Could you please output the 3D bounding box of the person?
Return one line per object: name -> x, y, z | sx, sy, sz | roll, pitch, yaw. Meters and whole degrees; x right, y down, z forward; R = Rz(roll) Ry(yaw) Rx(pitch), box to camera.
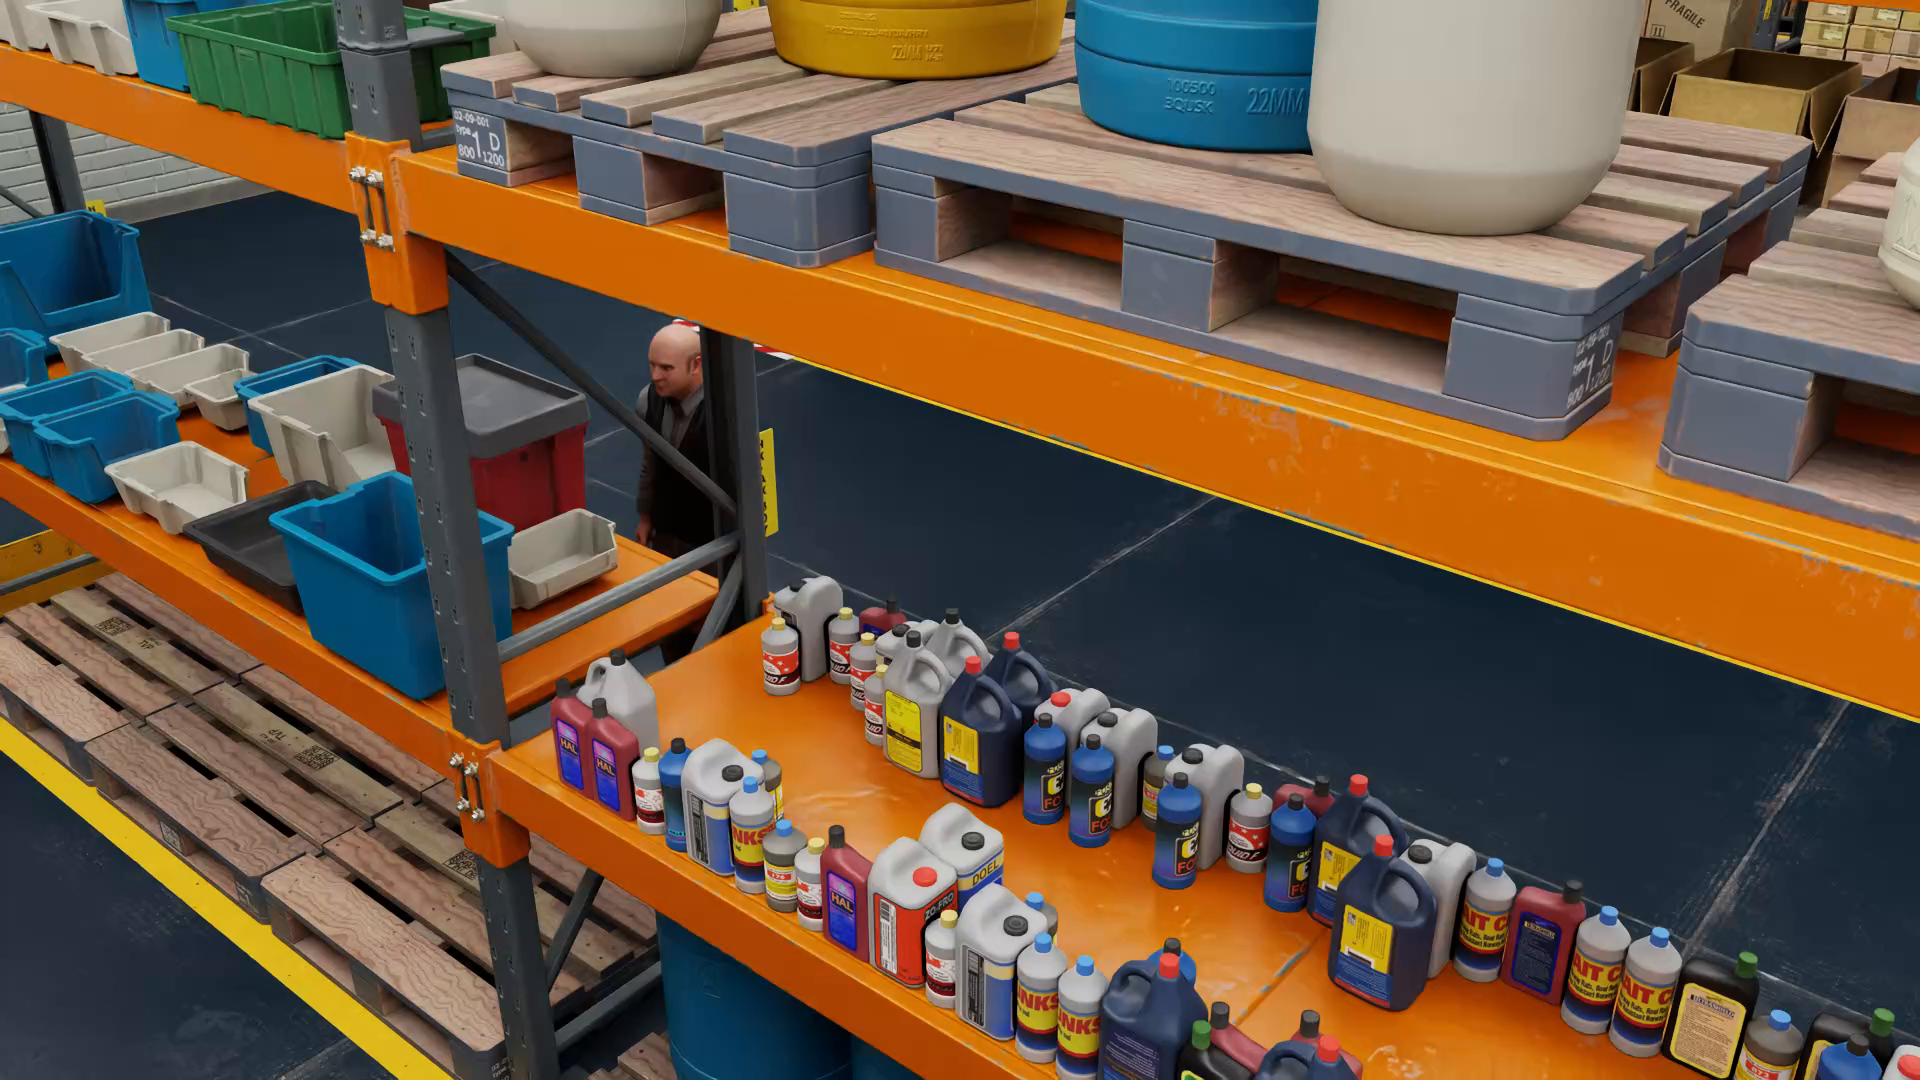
person -> -0.951, 0.000, 6.144 | 0.580, 1.721, 0.414 | 21, 34, 34
